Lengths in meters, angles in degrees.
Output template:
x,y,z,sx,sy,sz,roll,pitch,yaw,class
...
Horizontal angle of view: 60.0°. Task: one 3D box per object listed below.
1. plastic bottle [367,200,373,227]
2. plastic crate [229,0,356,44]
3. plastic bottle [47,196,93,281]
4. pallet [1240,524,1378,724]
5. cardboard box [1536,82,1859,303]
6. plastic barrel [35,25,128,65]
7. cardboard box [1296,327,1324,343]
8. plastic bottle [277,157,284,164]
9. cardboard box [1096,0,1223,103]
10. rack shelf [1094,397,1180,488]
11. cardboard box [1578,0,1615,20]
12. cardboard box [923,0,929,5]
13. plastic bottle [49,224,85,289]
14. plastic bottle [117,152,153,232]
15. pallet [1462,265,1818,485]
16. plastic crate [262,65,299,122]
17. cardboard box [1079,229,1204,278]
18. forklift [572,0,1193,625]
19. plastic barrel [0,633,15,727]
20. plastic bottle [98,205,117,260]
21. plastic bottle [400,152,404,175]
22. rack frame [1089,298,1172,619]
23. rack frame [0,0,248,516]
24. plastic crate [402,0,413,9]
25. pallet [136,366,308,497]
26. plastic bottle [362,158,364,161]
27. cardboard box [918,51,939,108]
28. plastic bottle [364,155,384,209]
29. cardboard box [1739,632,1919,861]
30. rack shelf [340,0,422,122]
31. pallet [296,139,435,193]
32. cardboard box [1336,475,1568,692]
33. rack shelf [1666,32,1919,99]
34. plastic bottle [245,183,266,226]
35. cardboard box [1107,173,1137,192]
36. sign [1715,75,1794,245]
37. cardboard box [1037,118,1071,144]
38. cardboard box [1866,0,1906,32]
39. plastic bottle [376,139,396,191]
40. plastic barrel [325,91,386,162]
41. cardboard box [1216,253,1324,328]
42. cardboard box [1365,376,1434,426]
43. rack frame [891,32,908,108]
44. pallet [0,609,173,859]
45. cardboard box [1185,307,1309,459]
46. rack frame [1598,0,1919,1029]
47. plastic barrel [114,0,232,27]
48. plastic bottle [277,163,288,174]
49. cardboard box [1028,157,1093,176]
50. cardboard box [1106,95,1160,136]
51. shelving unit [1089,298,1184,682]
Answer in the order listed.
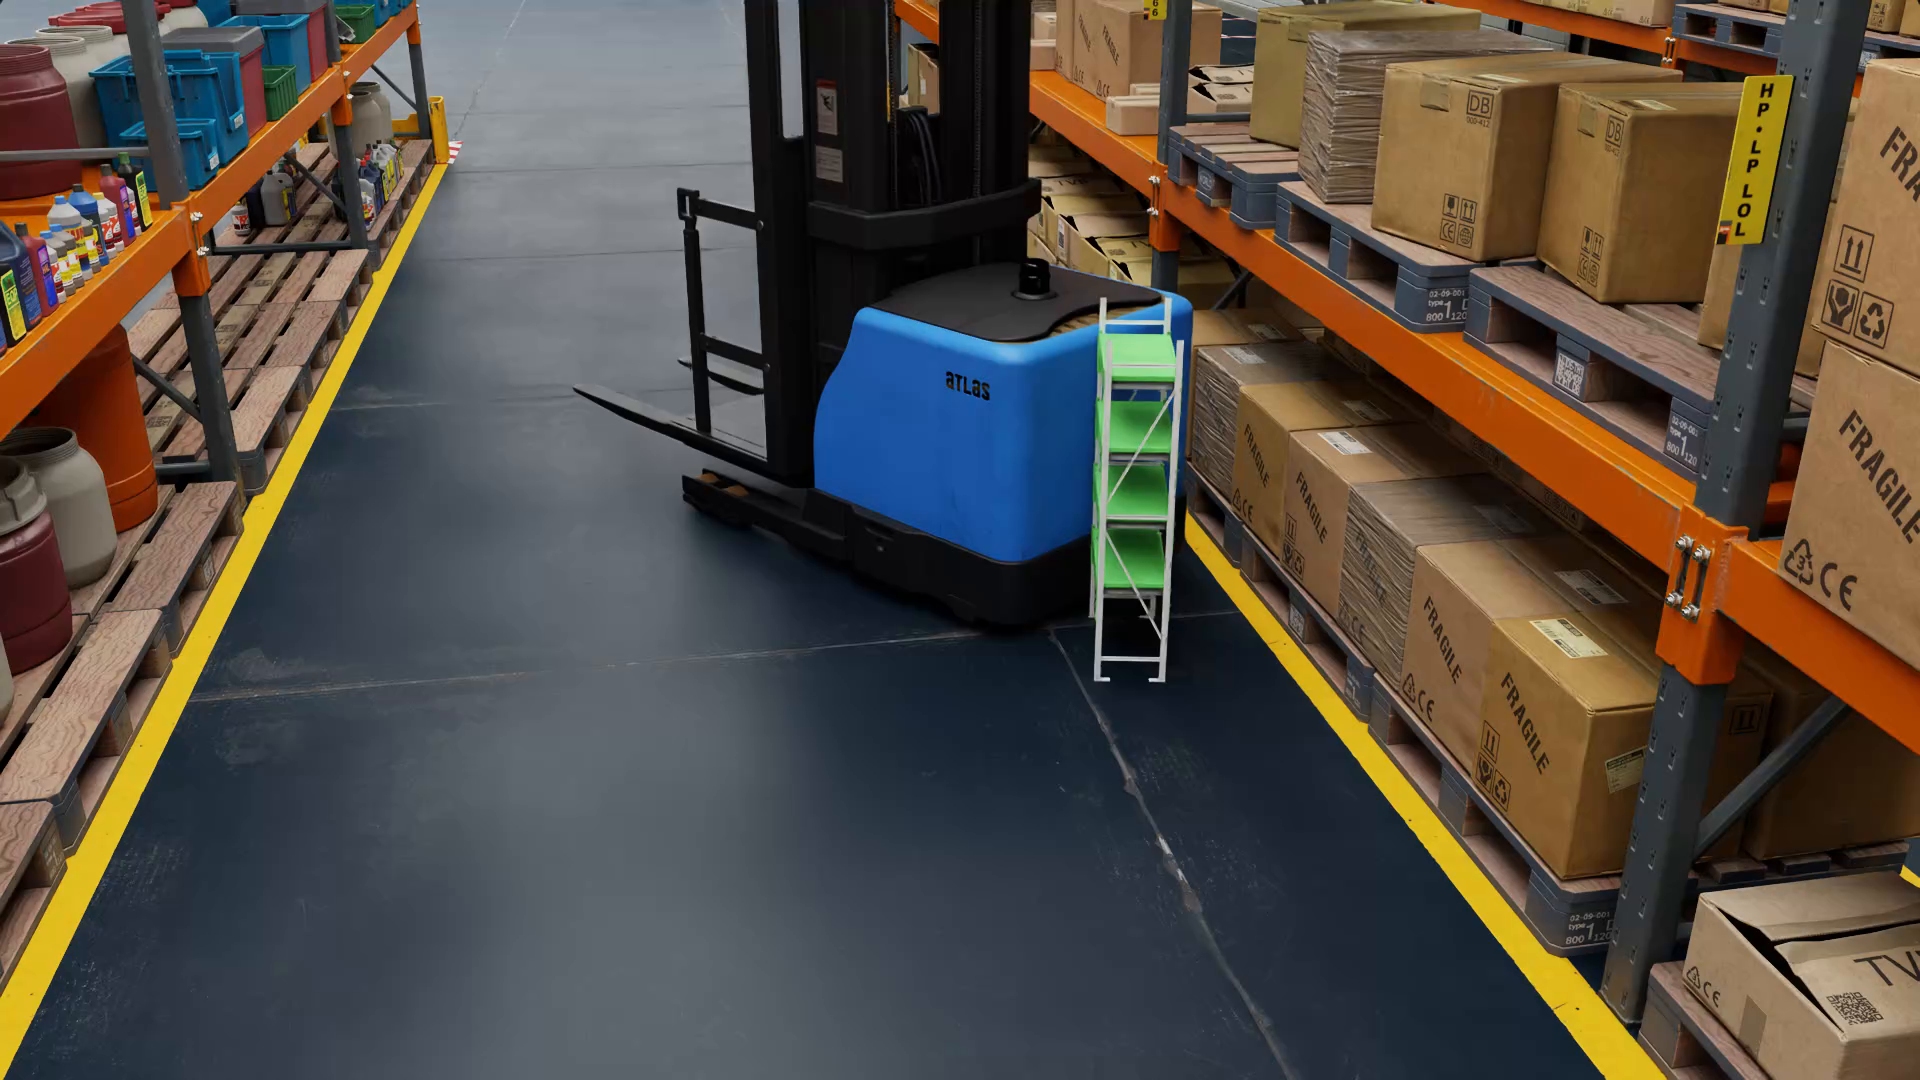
x,y,z,sx,sy,sz,roll,pitch,yaw,class
-3.900,-2.149,10.870,0.097,0.201,0.097,0,24,0,plastic bottle
-4.225,-3.219,10.451,0.767,0.338,0.504,-4,24,-10,plastic crate
-2.902,-0.982,5.411,0.097,0.271,0.097,0,24,0,plastic bottle
1.678,0.229,5.962,1.003,0.211,1.213,-4,24,-10,pallet
2.037,-0.958,4.546,0.700,0.500,0.500,-1,24,-1,cardboard box
-3.992,-2.065,7.590,0.421,0.512,0.421,0,24,0,plastic barrel
1.547,-0.984,8.167,0.500,0.250,0.500,-4,24,-10,cardboard box
-4.882,-2.647,11.922,0.097,0.271,0.097,0,24,0,plastic bottle
1.029,-2.529,8.668,0.500,0.500,0.500,-6,24,-13,cardboard box
0.585,-0.330,5.567,0.258,0.148,0.480,1,24,2,rack shelf
5.013,-4.067,12.476,0.500,0.250,0.500,-4,24,-10,cardboard box
0.051,-4.626,13.469,0.700,0.500,0.500,-4,24,-8,cardboard box
-2.884,-0.912,5.338,0.097,0.201,0.097,0,24,0,plastic bottle
-3.020,-1.278,6.074,0.061,0.283,0.133,-4,24,-10,plastic bottle
2.054,-0.485,4.353,1.003,0.211,1.213,-4,24,-10,pallet
-3.654,-2.271,8.467,0.450,0.188,0.662,-4,24,-10,plastic crate
0.914,-1.405,8.430,0.500,0.311,0.500,-5,24,-11,cardboard box
-0.524,-1.533,6.597,3.031,2.935,1.130,22,32,40,forklift
-3.005,0.339,4.809,0.421,0.512,0.421,0,24,0,plastic barrel
-2.956,-1.065,5.688,0.097,0.201,0.097,0,24,0,plastic bottle
-4.223,-2.835,12.440,0.097,0.201,0.097,0,24,0,plastic bottle
0.595,-0.267,5.861,0.240,1.200,0.015,1,24,2,rack frame
-3.514,-1.459,6.343,1.000,3.000,0.127,-4,24,-10,rack frame
-4.606,-4.363,13.178,0.499,0.251,0.616,-4,24,-10,plastic crate
-3.619,-0.489,7.606,1.003,0.211,1.213,-4,24,-10,pallet
-4.296,-2.663,12.046,0.097,0.201,0.097,0,24,0,plastic bottle
-0.044,-3.627,13.281,0.500,0.500,0.500,-4,24,-10,cardboard box
-4.030,-2.443,11.355,0.144,0.351,0.185,-5,24,-12,plastic bottle
2.245,0.485,4.466,0.500,0.500,0.500,-5,24,-12,cardboard box
-4.623,-3.489,11.891,1.077,0.370,4.000,-4,24,-10,rack shelf
-4.788,-2.982,13.313,1.003,0.211,1.213,-4,24,-10,pallet
1.546,0.128,5.283,0.500,0.500,0.500,-4,24,-9,cardboard box
5.853,-2.649,9.967,1.077,0.370,4.000,-4,24,-10,rack shelf
-4.656,-2.252,10.919,0.144,0.351,0.185,-5,24,-11,plastic bottle
1.164,-2.048,9.902,0.500,0.311,0.500,-4,24,-10,cardboard box
1.550,-0.739,3.248,0.100,0.325,0.005,-4,24,-10,sign
0.837,-2.879,11.568,0.500,0.500,0.500,-4,24,-10,cardboard box
5.792,-3.333,9.960,0.700,0.500,0.500,-1,24,-2,cardboard box
-4.143,-2.683,11.905,0.144,0.351,0.185,-3,24,-8,plastic bottle
-4.704,-3.208,12.931,0.421,0.512,0.421,0,24,0,plastic barrel
1.547,-1.241,8.055,0.500,0.311,0.500,-4,24,-8,cardboard box
1.854,-0.326,6.323,0.500,0.500,0.500,-5,24,-12,cardboard box
-0.124,-4.971,14.384,1.000,3.000,0.127,-4,24,-10,rack frame
-3.105,0.605,5.102,1.003,0.211,1.213,-4,24,-10,pallet
1.158,-0.680,7.133,0.500,0.500,0.500,-3,24,-7,cardboard box
2.095,-0.251,3.577,1.000,3.000,0.127,-4,24,-10,rack frame
-4.480,-3.088,9.446,0.600,0.901,0.708,-4,24,-10,plastic barrel
-4.655,-2.441,11.437,0.061,0.283,0.133,-4,24,-10,plastic bottle
0.534,-2.209,10.269,0.500,0.311,0.500,-5,24,-10,cardboard box
0.917,-2.042,7.993,0.380,0.149,0.250,-4,24,-10,cardboard box
0.585,-0.169,5.638,0.258,1.200,0.503,1,24,2,shelving unit
